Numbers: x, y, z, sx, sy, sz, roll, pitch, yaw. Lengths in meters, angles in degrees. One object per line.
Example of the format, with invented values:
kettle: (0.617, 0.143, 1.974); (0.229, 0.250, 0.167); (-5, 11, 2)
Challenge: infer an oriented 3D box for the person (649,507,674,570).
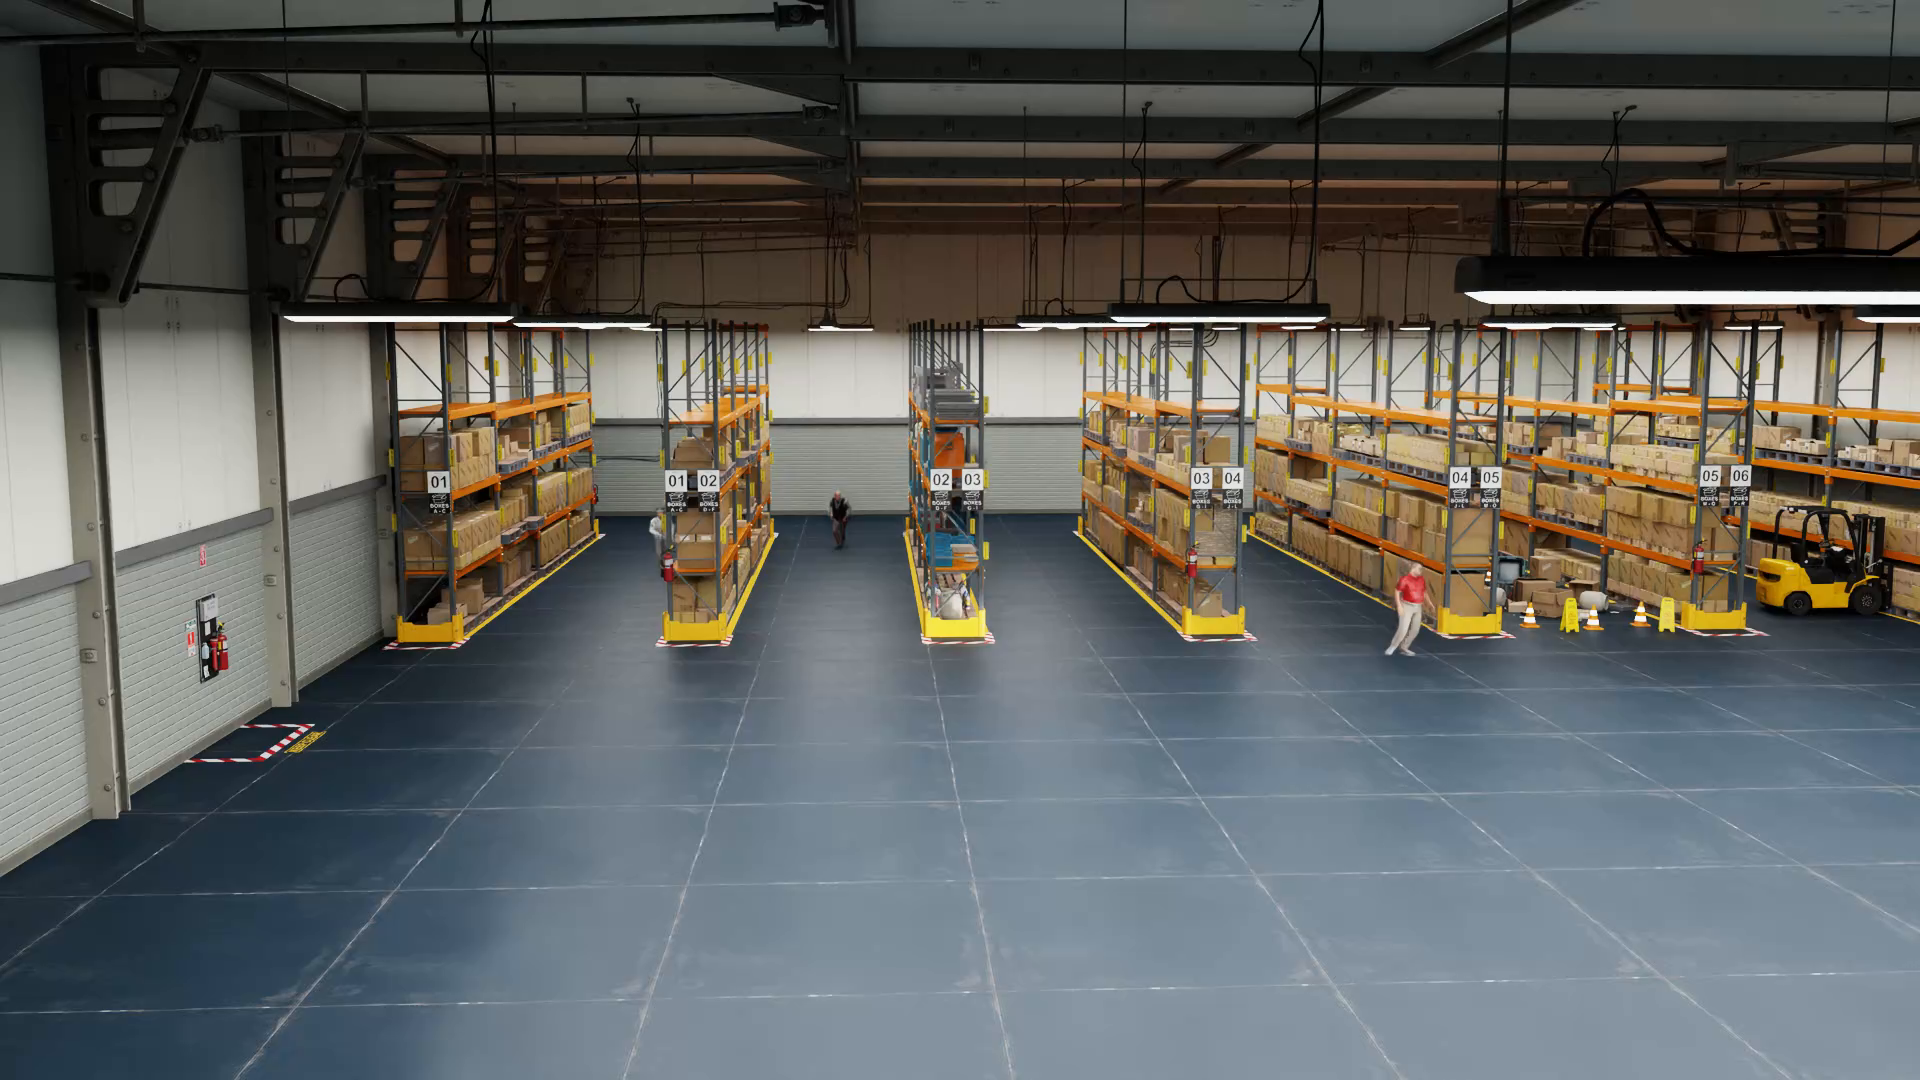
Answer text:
person: (-7.227, -0.032, 40.349); (0.606, 1.574, 0.738); (-2, 7, -13)

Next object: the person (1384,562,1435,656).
person: (8.009, 1.236, 29.586); (0.787, 1.699, 0.602); (-4, 8, -29)

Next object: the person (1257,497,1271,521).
person: (9.006, -1.170, 49.119); (0.860, 1.710, 0.587); (2, 7, 14)

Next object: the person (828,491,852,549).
person: (-3.184, -0.562, 44.641); (0.651, 1.586, 0.986); (1, 7, 10)
